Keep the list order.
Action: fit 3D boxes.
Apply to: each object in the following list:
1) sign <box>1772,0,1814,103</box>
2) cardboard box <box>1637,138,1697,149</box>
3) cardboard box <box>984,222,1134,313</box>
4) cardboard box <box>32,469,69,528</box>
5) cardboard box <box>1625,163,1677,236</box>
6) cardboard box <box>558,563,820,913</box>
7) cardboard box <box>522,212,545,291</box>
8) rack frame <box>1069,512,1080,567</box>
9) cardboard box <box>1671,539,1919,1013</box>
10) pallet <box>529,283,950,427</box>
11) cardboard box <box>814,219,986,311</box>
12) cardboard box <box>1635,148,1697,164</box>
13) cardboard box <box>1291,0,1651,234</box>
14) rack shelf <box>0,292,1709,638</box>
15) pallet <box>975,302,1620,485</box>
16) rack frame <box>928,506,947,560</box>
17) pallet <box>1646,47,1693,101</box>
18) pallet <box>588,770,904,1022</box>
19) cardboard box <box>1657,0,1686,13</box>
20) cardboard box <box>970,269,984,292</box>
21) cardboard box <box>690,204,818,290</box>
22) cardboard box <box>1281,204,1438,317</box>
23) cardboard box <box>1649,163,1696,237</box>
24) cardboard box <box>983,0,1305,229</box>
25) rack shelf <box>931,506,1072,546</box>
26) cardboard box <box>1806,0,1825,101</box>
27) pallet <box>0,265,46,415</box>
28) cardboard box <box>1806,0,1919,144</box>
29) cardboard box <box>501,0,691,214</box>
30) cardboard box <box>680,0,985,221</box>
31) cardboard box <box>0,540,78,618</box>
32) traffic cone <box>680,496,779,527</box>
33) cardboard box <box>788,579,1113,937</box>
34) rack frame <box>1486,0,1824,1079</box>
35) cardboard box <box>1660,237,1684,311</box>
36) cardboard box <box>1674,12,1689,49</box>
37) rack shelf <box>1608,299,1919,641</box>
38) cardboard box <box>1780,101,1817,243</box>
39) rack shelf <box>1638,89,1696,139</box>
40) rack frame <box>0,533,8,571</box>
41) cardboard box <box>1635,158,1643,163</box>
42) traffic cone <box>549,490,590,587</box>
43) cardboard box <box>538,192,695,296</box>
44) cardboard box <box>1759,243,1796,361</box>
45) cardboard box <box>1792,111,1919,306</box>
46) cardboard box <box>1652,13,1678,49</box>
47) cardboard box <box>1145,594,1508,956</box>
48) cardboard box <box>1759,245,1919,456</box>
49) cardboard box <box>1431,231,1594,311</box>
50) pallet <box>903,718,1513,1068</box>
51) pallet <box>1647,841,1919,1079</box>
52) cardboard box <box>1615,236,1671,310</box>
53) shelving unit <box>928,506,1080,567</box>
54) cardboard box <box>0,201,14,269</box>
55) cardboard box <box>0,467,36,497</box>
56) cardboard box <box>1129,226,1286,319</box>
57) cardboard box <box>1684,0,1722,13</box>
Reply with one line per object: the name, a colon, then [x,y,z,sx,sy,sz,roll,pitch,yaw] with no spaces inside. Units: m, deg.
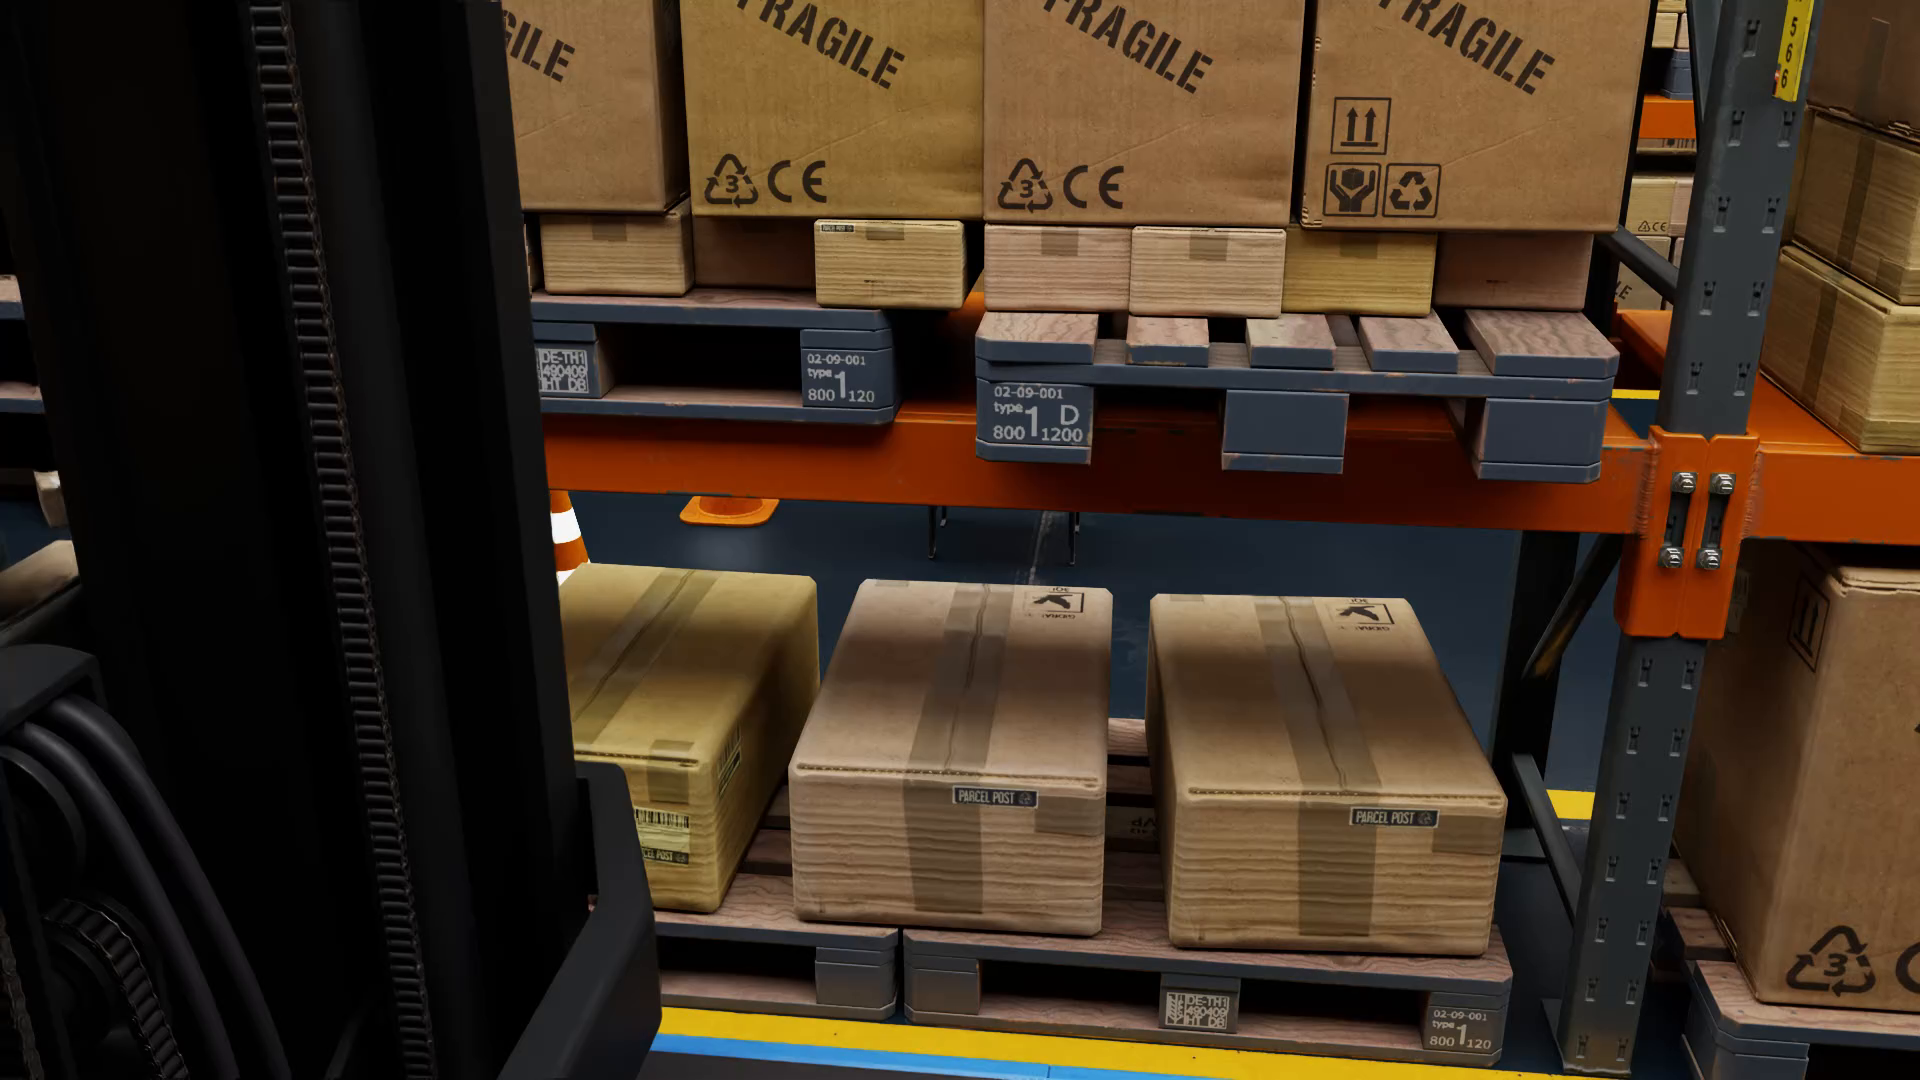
sign: [1.257,-0.825,2.480,0.005,0.325,0.100,2,22,6]
cardboard box: [4.924,-3.233,12.356,0.875,0.875,1.225,2,22,4]
cardboard box: [0.179,-0.522,2.951,0.250,0.149,0.380,1,22,4]
cardboard box: [-3.218,-0.242,6.192,0.396,0.266,0.258,-14,25,-31]
cardboard box: [2.953,-1.575,7.653,0.500,0.250,0.500,2,22,6]
cardboard box: [-0.735,0.413,3.819,0.625,0.372,0.950,3,22,8]
cardboard box: [-0.858,-0.568,3.066,0.250,0.149,0.380,3,22,8]
rack frame: [0.407,-0.959,5.509,0.015,2.100,0.400,2,22,6]
cardboard box: [1.987,0.331,3.341,0.875,0.875,0.875,2,22,6]
pallet: [-0.660,-0.503,3.394,1.213,0.211,1.003,2,22,6]
cardboard box: [-0.096,-0.529,2.969,0.250,0.149,0.380,3,22,7]
cardboard box: [3.509,-1.736,8.059,0.500,0.250,0.500,3,22,8]
cardboard box: [0.827,-0.820,2.823,0.500,0.500,0.500,2,22,5]
rack shelf: [-0.675,-0.274,3.531,4.000,0.370,1.077,2,22,6]
pallet: [0.591,-0.425,3.195,1.003,0.211,1.213,2,22,6]
rack frame: [-0.078,-0.980,5.562,0.015,2.100,0.400,2,22,6]
pallet: [3.764,-2.174,7.619,1.213,0.211,1.003,2,22,6]
pallet: [-0.673,0.687,3.916,1.213,0.211,1.003,2,22,6]
cardboard box: [3.035,-2.424,7.357,0.250,0.149,0.380,3,22,7]
cardboard box: [0.331,-1.578,8.341,0.750,0.750,1.050,3,22,7]
cardboard box: [-0.331,-0.586,3.112,0.250,0.149,0.380,3,22,7]
cardboard box: [0.683,-0.514,2.930,0.250,0.149,0.380,3,22,7]
cardboard box: [3.443,-1.549,7.587,0.500,0.250,0.500,3,22,7]
cardboard box: [0.312,-0.839,2.869,0.500,0.500,0.500,2,22,5]
rack shelf: [0.164,-0.306,5.798,0.480,0.518,0.431,2,22,6]
cardboard box: [1.855,-1.107,3.163,0.500,0.500,0.500,2,22,5]
pallet: [-1.919,-0.520,3.435,1.213,0.211,1.003,2,22,6]
cardboard box: [1.772,-0.923,2.698,0.500,0.500,0.500,2,22,5]
cardboard box: [-0.731,-0.884,2.984,0.500,0.500,0.500,2,22,4]
cardboard box: [-0.189,-0.860,2.923,0.500,0.500,0.500,1,22,3]
cardboard box: [-2.140,0.354,3.969,0.625,0.372,0.950,3,22,7]
traffic cone: [-0.859,-0.325,6.133,0.334,0.463,0.336,2,22,6]
cardboard box: [0.017,0.448,3.730,0.625,0.372,0.950,2,22,5]
rack frame: [1.311,-0.522,3.180,0.127,3.000,1.000,2,22,6]
cardboard box: [3.476,-1.202,7.728,0.500,0.500,0.500,2,22,5]
cardboard box: [3.281,-2.274,7.383,0.250,0.149,0.380,3,22,8]
rack shelf: [3.297,-0.101,3.094,4.000,0.370,1.077,2,22,6]
cardboard box: [1.822,-0.756,3.297,0.500,0.250,0.500,2,22,6]
rack shelf: [3.779,-1.912,7.676,4.000,0.370,1.077,2,22,6]
rack frame: [-2.661,-0.695,3.618,0.127,3.000,1.000,2,22,6]
cardboard box: [3.006,-1.763,8.129,0.500,0.250,0.500,3,22,7]
traffic cone: [-1.265,0.027,5.241,0.334,0.463,0.336,2,22,6]
cardboard box: [-0.590,-0.567,3.064,0.250,0.149,0.380,2,22,5]
cardboard box: [1.844,-0.525,3.392,0.500,0.250,0.500,2,22,4]
cardboard box: [1.785,-0.573,2.832,0.500,0.250,0.500,2,22,6]
cardboard box: [3.016,-2.285,7.409,0.250,0.149,0.380,3,22,9]
cardboard box: [0.751,0.477,3.657,0.625,0.372,0.950,1,22,3]
cardboard box: [1.767,-0.339,2.922,0.500,0.250,0.500,2,22,5]
cardboard box: [0.958,-0.529,2.968,0.250,0.149,0.380,3,22,8]
pallet: [0.535,0.740,3.780,1.213,0.211,1.003,2,22,6]
pallet: [2.085,0.836,3.537,1.213,0.211,1.003,2,22,6]
cardboard box: [2.965,-1.222,7.780,0.500,0.500,0.500,3,22,7]
shelving unit: [0.164,-0.969,5.536,0.503,2.100,0.431,2,22,6]
cardboard box: [-1.903,-0.620,3.199,0.250,0.149,0.380,3,22,7]
cardboard box: [-3.661,-0.581,6.541,0.503,0.637,0.797,2,22,6]
cardboard box: [0.428,-0.508,2.916,0.250,0.149,0.380,2,22,6]
cardboard box: [3.282,-2.413,7.329,0.250,0.149,0.380,3,22,6]
